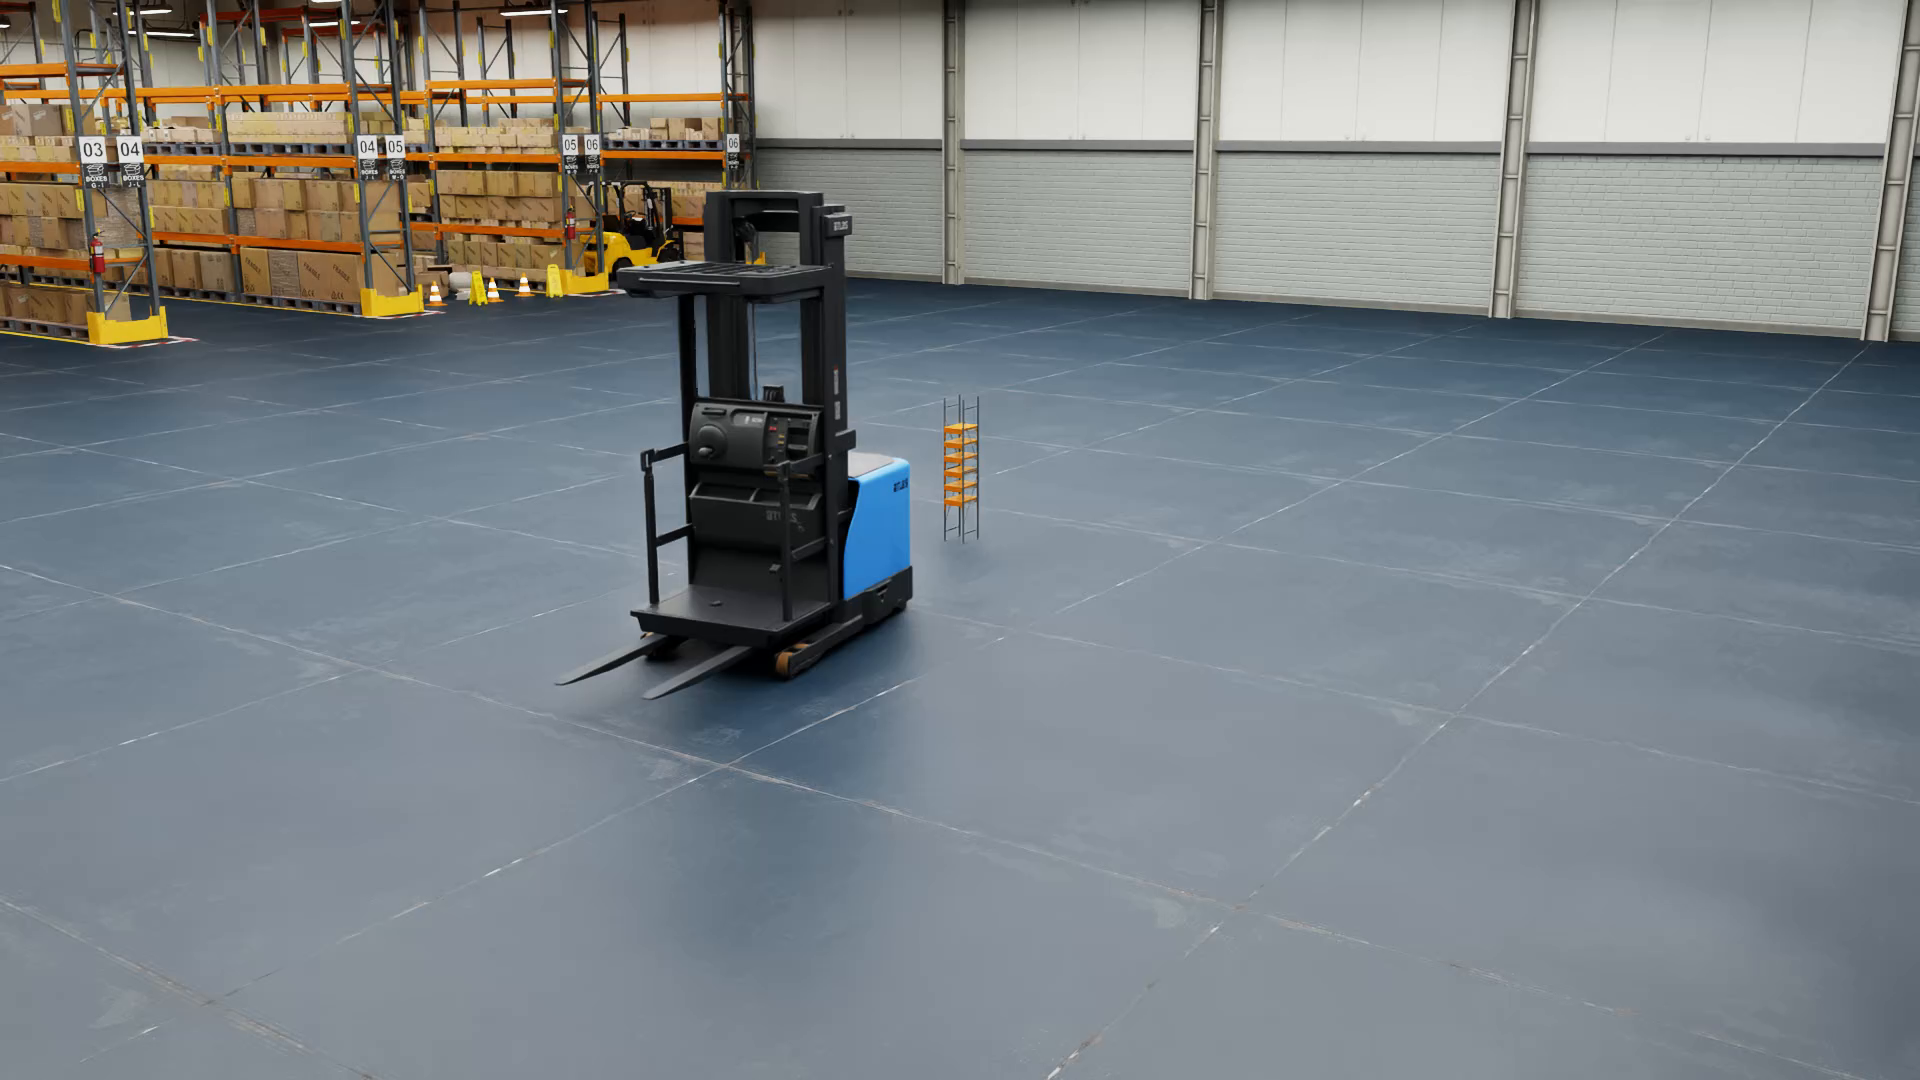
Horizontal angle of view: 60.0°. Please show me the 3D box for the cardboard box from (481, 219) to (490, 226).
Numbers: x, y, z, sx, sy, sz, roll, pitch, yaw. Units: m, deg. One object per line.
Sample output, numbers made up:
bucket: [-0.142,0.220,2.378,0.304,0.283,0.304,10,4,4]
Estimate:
cardboard box: [-9.991,-6.781,35.495,0.250,0.149,0.380,9,17,33]

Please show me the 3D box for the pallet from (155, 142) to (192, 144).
pallet: [-19.449,-9.944,41.692,1.213,0.211,1.003,9,17,33]

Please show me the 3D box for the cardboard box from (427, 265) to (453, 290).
cardboard box: [-11.000,-5.555,35.218,0.500,0.500,0.500,-4,14,-16]

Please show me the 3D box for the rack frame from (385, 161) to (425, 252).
rack frame: [-15.001,-9.245,44.928,0.127,3.000,1.000,9,17,33]

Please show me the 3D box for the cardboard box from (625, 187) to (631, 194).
cardboard box: [-7.798,-8.377,39.862,0.250,0.149,0.380,9,17,33]

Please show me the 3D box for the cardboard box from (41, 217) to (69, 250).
cardboard box: [-14.264,-4.985,26.892,0.500,0.500,0.875,9,17,33]

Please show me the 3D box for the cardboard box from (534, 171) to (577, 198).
cardboard box: [-8.356,-7.349,34.360,0.500,0.500,0.700,9,16,31]

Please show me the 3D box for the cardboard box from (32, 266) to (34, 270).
cardboard box: [-21.026,-6.246,37.872,0.250,0.149,0.380,9,17,33]

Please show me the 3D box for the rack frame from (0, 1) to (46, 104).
rack frame: [-20.447,-10.167,36.166,0.127,3.000,1.000,9,17,33]

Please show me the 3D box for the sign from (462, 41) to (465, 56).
sign: [-10.812,-10.692,36.179,0.005,0.325,0.100,9,17,33]

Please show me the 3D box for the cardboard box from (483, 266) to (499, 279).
cardboard box: [-9.900,-5.778,35.772,0.500,0.250,0.500,9,16,32]

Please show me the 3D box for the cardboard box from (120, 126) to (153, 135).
cardboard box: [-16.650,-8.242,33.738,0.500,0.311,0.500,9,17,33]

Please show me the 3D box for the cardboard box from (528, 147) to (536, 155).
cardboard box: [-8.689,-8.041,34.345,0.250,0.149,0.380,10,17,34]

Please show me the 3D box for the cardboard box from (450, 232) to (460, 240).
cardboard box: [-12.998,-7.852,43.628,0.500,0.500,0.500,10,17,35]

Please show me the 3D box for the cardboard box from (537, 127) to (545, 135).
cardboard box: [-8.449,-8.396,34.117,0.250,0.149,0.380,10,17,34]

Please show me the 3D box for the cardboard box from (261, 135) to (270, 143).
cardboard box: [-12.851,-7.515,31.139,0.250,0.149,0.380,9,16,32]

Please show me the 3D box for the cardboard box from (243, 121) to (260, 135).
cardboard box: [-13.140,-7.773,31.349,0.500,0.250,0.500,9,17,32]

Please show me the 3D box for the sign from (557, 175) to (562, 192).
sign: [-8.137,-7.253,33.814,0.005,0.325,0.100,9,17,33]

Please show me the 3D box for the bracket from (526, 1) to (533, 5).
bracket: [-10.639,-13.358,41.567,0.430,0.232,0.235,9,17,33]

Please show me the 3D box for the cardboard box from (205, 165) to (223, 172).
cardboard box: [-18.201,-9.082,40.629,0.250,0.149,0.380,9,16,32]

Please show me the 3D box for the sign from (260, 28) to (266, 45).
sign: [-13.479,-9.731,32.134,0.005,0.325,0.100,9,17,33]

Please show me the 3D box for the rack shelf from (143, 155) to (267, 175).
rack shelf: [-15.468,-7.557,33.362,4.000,0.370,1.077,9,17,33]

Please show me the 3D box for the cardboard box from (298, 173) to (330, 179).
cardboard box: [-15.024,-8.270,38.699,0.500,0.500,0.500,9,16,31]

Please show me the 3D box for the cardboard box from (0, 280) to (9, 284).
cardboard box: [-17.158,-4.293,29.210,0.500,0.500,0.700,8,16,29]

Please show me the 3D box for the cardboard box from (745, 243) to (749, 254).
cardboard box: [-5.318,-6.852,39.069,0.500,0.250,0.500,10,17,34]

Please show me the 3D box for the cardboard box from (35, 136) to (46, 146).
cardboard box: [-14.406,-6.324,26.366,0.250,0.149,0.380,9,17,33]

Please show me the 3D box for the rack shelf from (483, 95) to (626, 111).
rack shelf: [-10.022,-10.809,41.092,4.000,0.370,1.077,9,17,33]

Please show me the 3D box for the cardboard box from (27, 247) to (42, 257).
cardboard box: [-14.997,-4.725,27.192,0.250,0.149,0.380,9,17,33]

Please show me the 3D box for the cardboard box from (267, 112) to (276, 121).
cardboard box: [-12.639,-7.868,30.905,0.250,0.149,0.380,9,17,33]

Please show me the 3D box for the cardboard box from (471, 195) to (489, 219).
cardboard box: [-10.081,-7.128,35.548,0.500,0.500,0.500,9,17,32]

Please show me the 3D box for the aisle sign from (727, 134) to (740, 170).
aisle sign: [-5.153,-8.831,37.843,0.004,0.787,0.394,9,17,33]

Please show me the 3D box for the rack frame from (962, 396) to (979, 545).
rack frame: [0.088,-0.568,13.622,0.006,1.200,0.240,9,17,33]

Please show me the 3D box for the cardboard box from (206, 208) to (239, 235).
cardboard box: [-14.391,-6.247,32.608,0.500,0.500,0.500,9,17,32]

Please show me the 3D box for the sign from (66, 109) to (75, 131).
sign: [-13.668,-6.448,25.542,0.005,0.325,0.100,9,17,33]

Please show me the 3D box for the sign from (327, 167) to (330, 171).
sign: [-17.994,-10.605,47.355,0.005,0.325,0.100,9,17,33]

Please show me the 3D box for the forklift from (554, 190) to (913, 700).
forklift: [-1.408,-0.680,10.470,1.130,2.935,3.031,6,15,24]

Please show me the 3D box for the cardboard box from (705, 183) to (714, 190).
cardboard box: [-5.680,-8.177,38.435,0.250,0.149,0.380,9,17,33]

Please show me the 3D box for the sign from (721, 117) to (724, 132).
sign: [-5.358,-9.377,37.541,0.005,0.325,0.100,9,17,33]

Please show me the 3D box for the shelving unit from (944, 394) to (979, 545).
shelving unit: [0.012,-0.580,13.671,0.189,1.200,0.258,9,17,33]

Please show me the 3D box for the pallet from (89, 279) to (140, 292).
pallet: [-17.775,-5.470,35.479,1.213,0.211,1.003,9,17,33]

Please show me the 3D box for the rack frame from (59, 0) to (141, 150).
rack frame: [-13.342,-7.582,25.724,0.127,3.000,1.000,9,17,33]

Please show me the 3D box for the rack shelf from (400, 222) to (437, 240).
rack shelf: [-12.789,-7.101,37.764,4.000,0.370,1.077,9,17,33]

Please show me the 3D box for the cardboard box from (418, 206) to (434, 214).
cardboard box: [-11.711,-7.278,36.631,0.250,0.149,0.380,9,17,34]

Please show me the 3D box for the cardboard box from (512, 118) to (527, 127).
cardboard box: [-10.742,-10.272,41.545,0.500,0.500,0.700,9,16,32]

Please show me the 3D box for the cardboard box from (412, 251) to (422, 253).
cardboard box: [-12.743,-6.369,37.904,0.625,0.372,0.950,10,17,35]

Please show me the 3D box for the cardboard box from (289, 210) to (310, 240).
cardboard box: [-12.149,-5.991,31.471,0.500,0.550,0.875,9,17,33]

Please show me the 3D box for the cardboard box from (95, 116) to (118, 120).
cardboard box: [-17.971,-8.799,35.082,0.258,0.266,0.396,9,17,33]

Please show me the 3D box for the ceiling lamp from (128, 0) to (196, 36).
ceiling lamp: [-21.843,-15.422,45.250,0.800,3.185,2.000,9,17,33]

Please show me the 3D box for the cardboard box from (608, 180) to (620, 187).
cardboard box: [-8.264,-8.578,40.057,0.250,0.149,0.380,10,17,34]

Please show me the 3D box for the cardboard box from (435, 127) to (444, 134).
cardboard box: [-11.051,-8.796,35.735,0.250,0.149,0.380,9,16,32]

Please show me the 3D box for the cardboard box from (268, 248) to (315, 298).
cardboard box: [-12.576,-5.136,31.875,0.875,0.875,0.875,9,17,33]

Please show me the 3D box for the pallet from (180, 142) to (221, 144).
pallet: [-18.441,-9.780,41.030,1.213,0.211,1.003,9,17,33]
